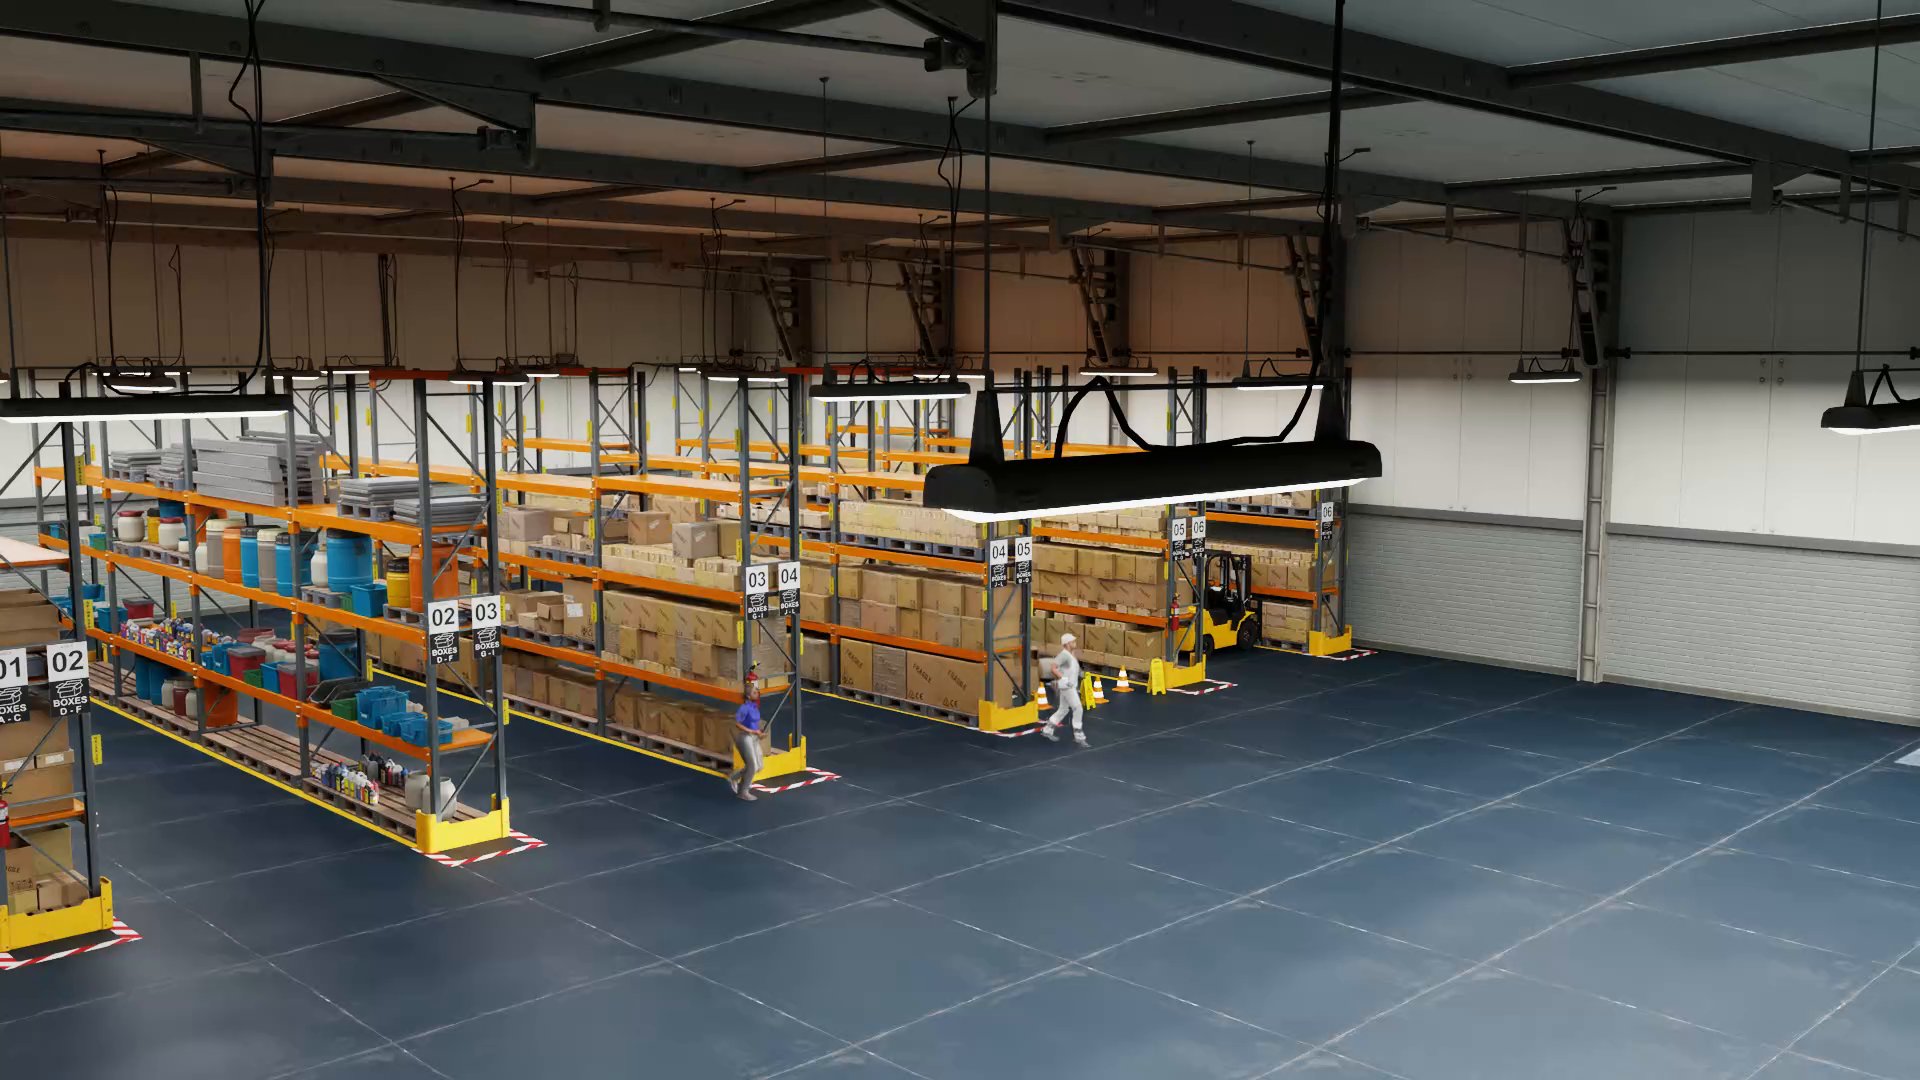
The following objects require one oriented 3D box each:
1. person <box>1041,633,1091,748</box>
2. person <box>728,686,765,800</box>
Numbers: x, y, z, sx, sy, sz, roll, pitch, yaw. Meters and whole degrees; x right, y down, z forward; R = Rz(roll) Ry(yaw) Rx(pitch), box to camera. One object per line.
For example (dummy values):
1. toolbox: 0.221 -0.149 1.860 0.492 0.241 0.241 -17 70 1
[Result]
1. person: 1.729 2.425 26.820 0.811 1.851 0.704 1 7 10
2. person: -3.014 2.878 23.708 0.602 1.604 0.601 2 7 16
